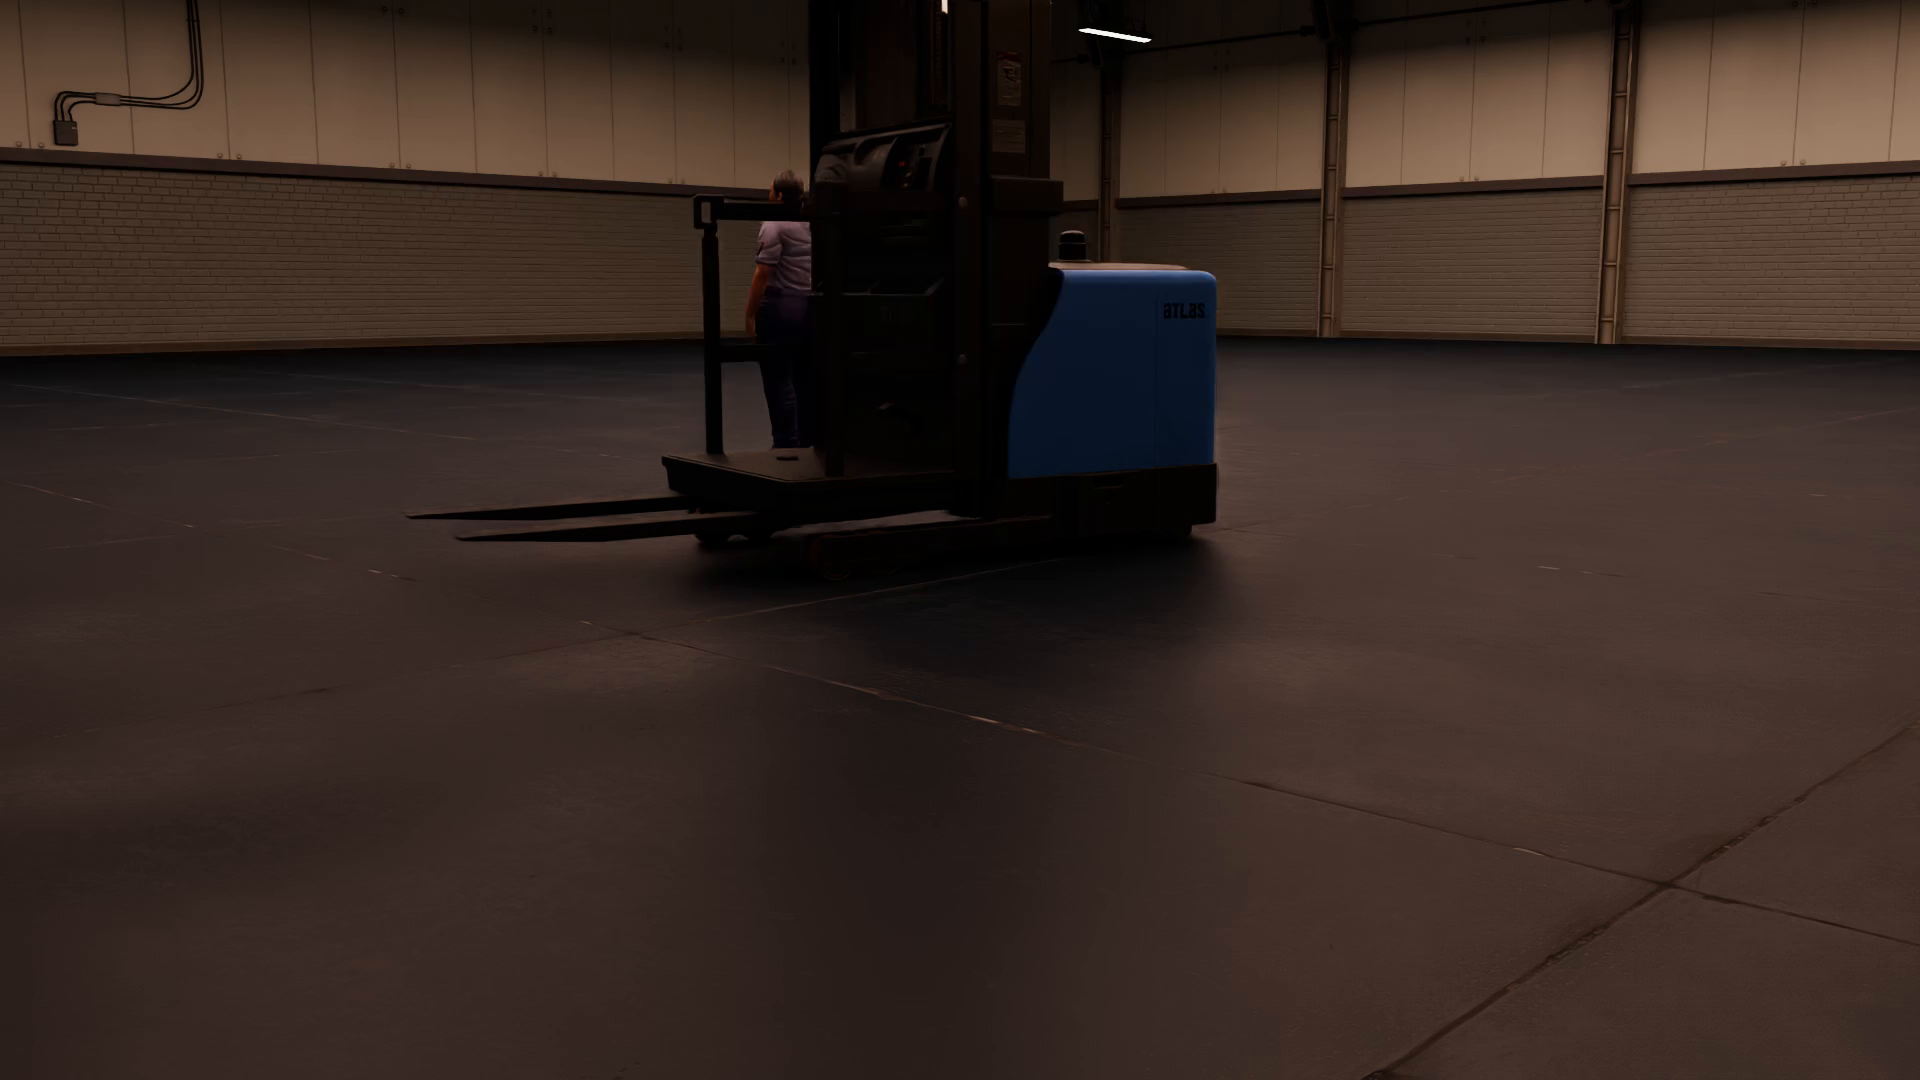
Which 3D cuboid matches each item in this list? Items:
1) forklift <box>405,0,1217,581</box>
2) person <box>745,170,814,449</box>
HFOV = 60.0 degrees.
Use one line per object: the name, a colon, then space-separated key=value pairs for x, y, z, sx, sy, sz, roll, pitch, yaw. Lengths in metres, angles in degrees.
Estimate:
forklift: x=-0.480 y=-1.396 z=6.141 sx=3.031 sy=2.935 sz=1.130 roll=-5 pitch=10 yaw=-32
person: x=-1.020 y=-1.262 z=9.516 sx=0.504 sy=1.652 sz=0.599 roll=8 pitch=12 yaw=44
